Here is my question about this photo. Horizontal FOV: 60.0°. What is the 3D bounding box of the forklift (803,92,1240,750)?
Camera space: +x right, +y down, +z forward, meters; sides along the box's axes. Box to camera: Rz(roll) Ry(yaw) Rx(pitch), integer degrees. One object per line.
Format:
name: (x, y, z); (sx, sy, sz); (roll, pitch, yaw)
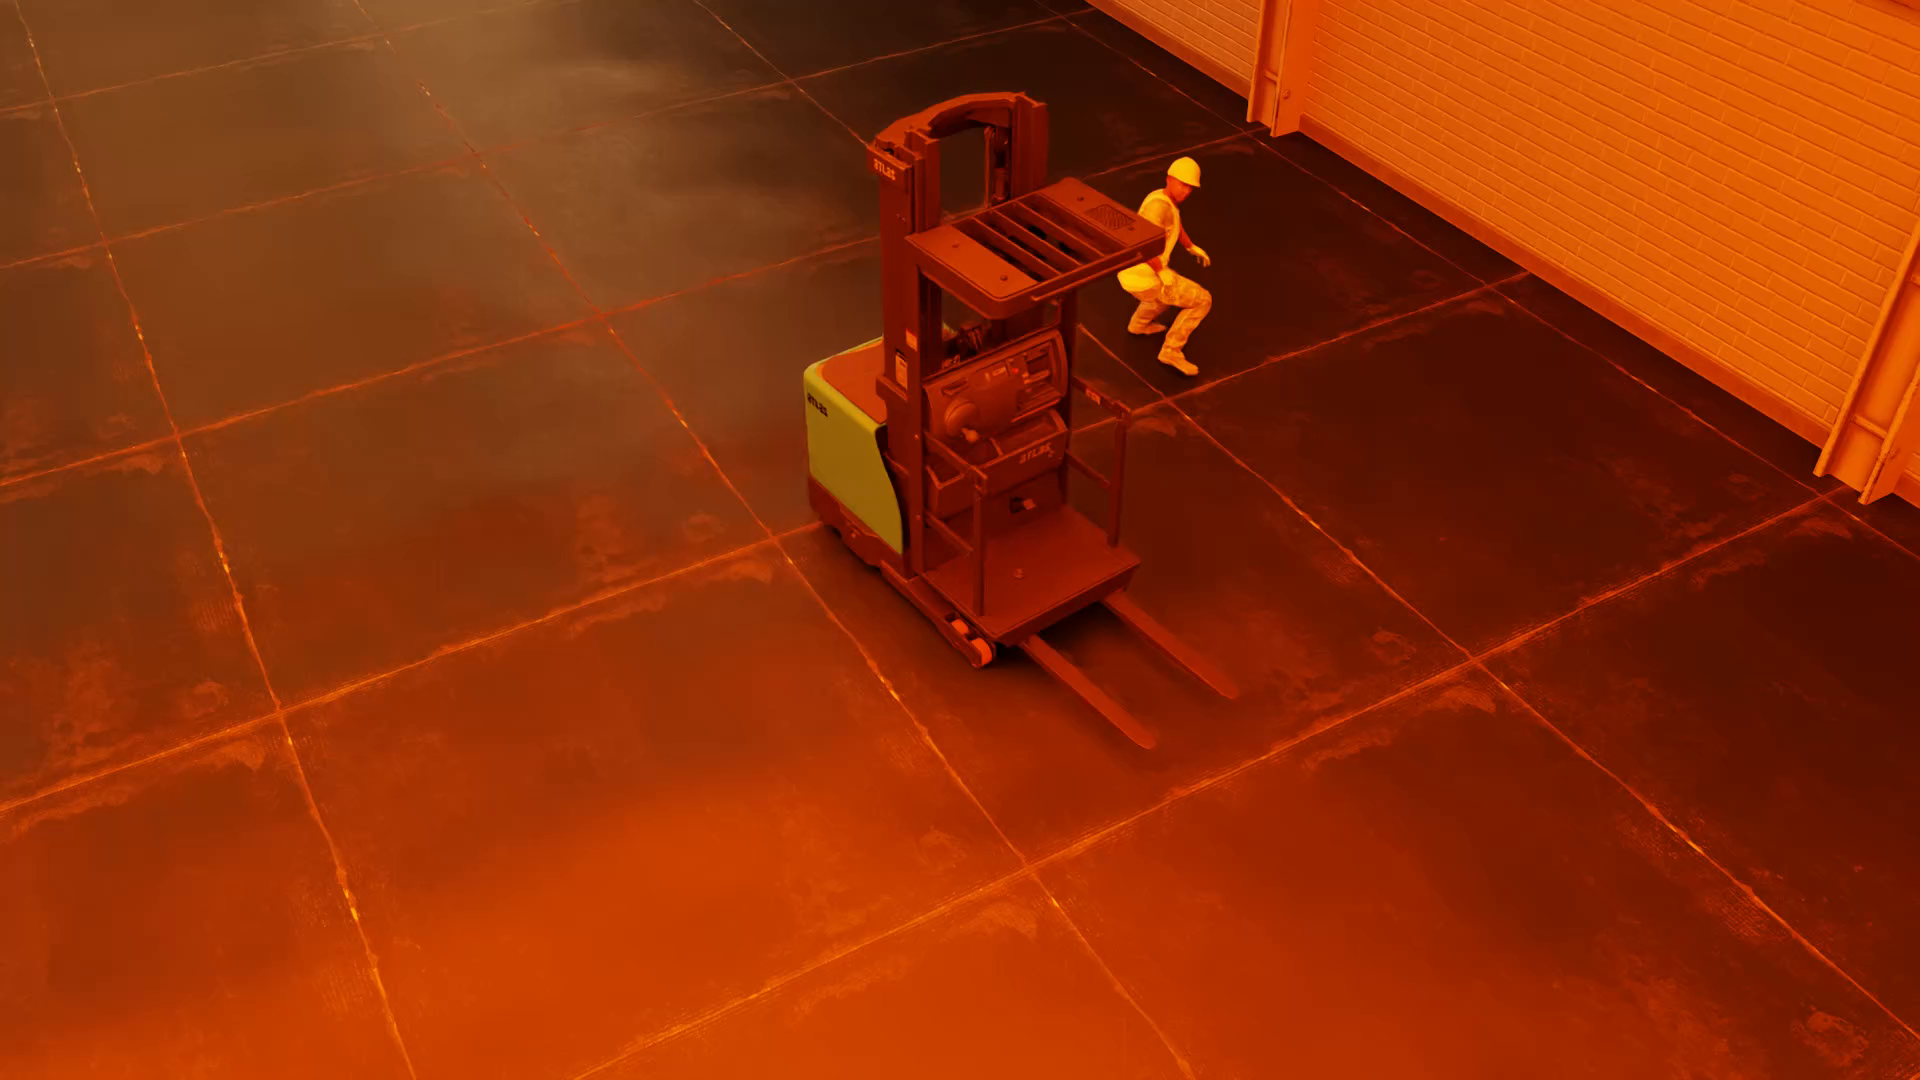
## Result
forklift: (0.337, -0.763, 8.956); (1.130, 2.935, 3.031); (-26, 46, -28)

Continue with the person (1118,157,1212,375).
person: (1.439, -1.881, 11.465); (0.696, 1.526, 0.841); (0, 40, 0)
